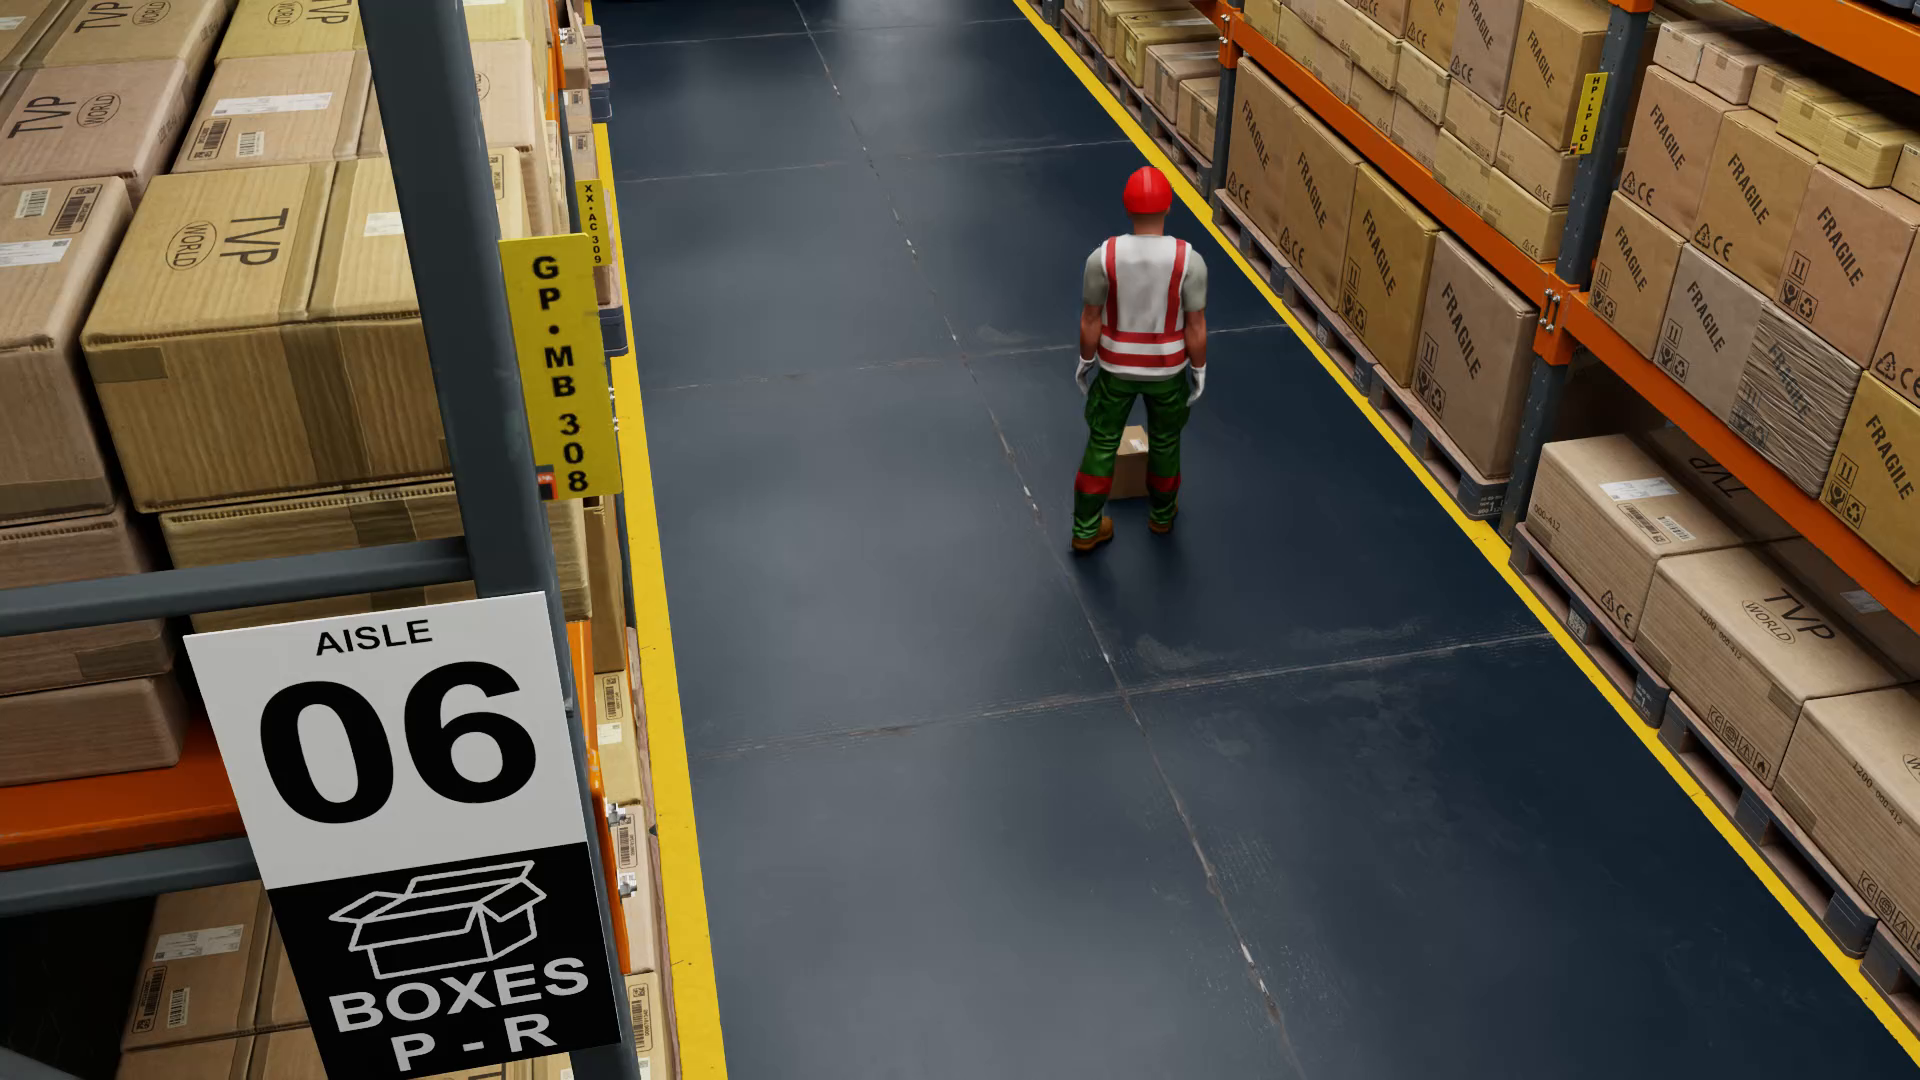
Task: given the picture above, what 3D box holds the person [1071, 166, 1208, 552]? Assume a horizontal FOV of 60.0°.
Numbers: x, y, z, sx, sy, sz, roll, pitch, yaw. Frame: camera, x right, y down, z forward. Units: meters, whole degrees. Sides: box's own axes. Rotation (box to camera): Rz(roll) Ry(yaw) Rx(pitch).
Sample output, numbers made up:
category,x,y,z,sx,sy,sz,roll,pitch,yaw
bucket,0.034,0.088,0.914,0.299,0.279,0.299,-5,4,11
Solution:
category,x,y,z,sx,sy,sz,roll,pitch,yaw
person,0.797,-0.791,7.282,0.566,1.793,0.555,6,34,8
